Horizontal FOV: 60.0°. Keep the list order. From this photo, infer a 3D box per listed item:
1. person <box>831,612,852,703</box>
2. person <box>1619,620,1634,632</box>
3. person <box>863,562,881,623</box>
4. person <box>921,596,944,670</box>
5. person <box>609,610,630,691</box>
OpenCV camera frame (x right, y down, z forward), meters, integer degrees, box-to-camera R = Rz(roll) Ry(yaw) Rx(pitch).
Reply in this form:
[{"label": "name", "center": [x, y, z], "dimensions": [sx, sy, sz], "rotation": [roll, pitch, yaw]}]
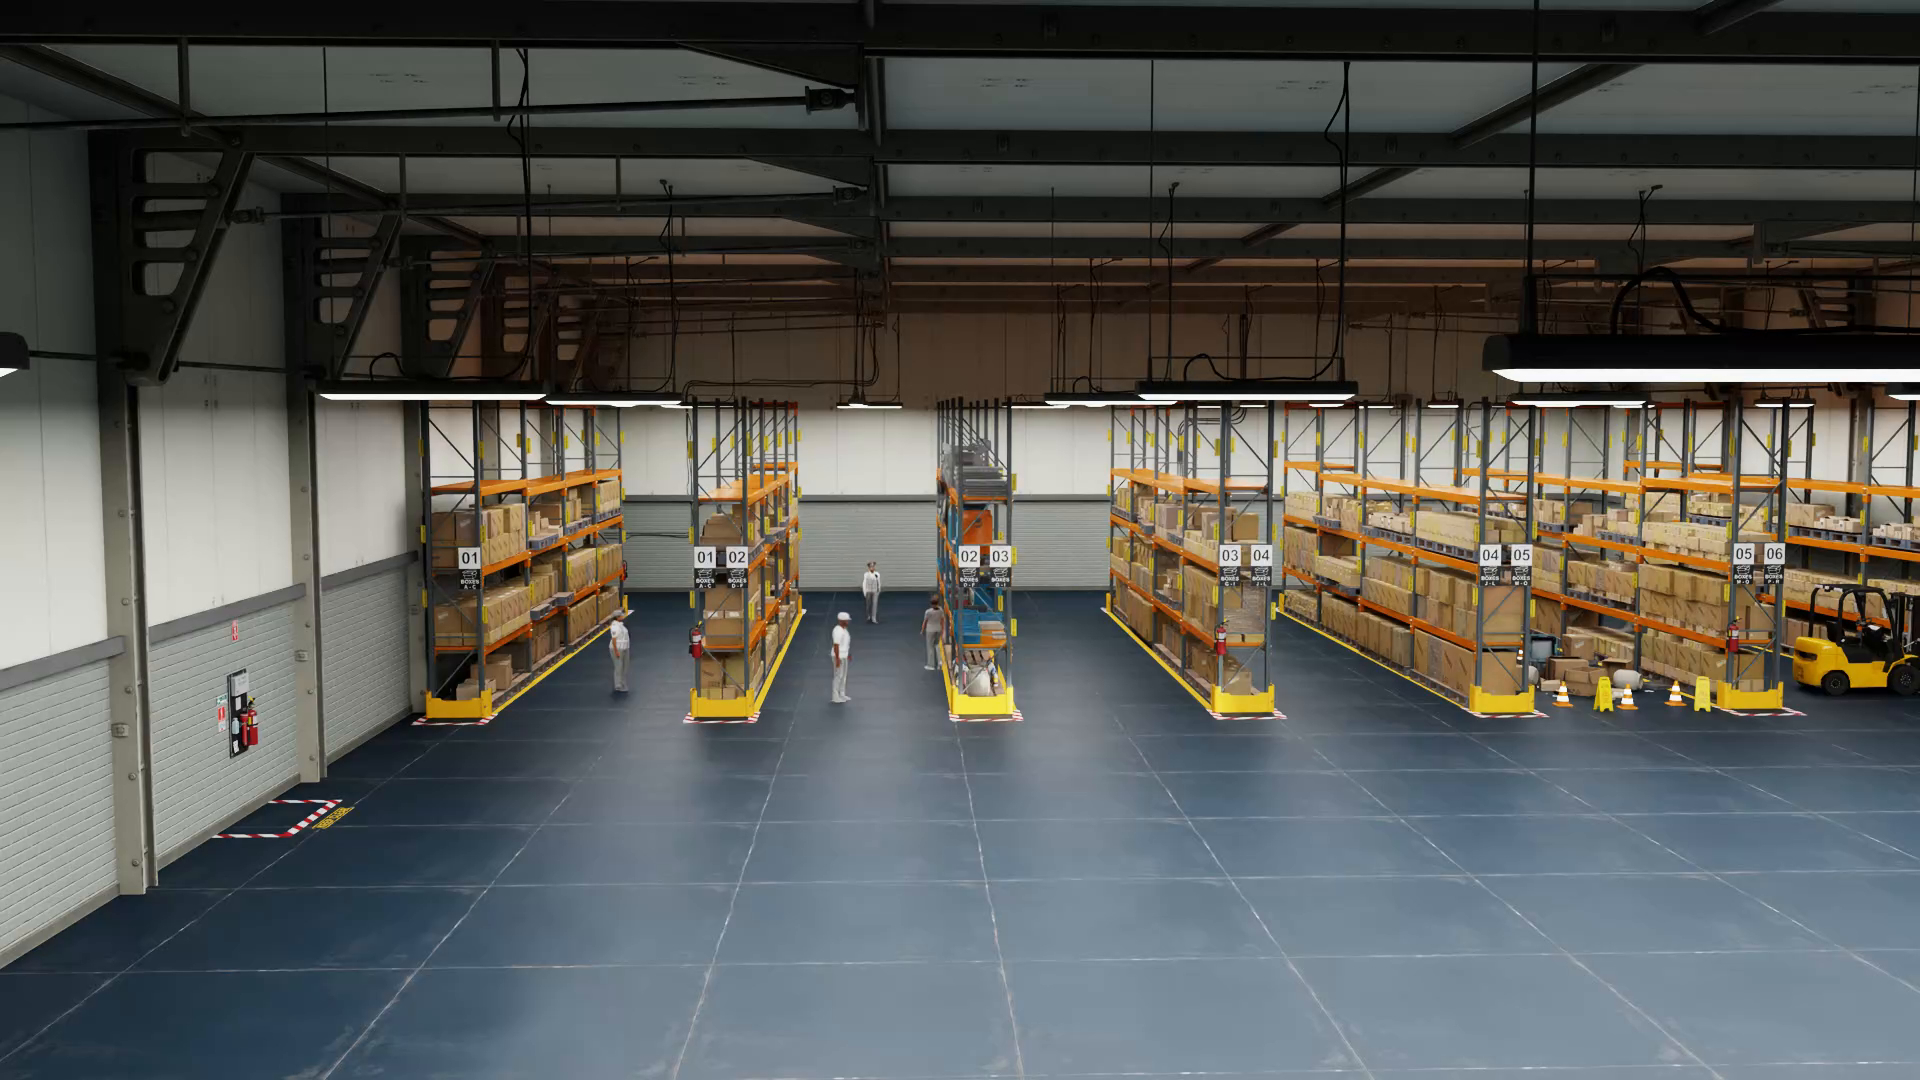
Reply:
[{"label": "person", "center": [-2.335, 2.304, 32.789], "dimensions": [0.418, 1.778, 0.597], "rotation": [1, 4, 10]}, {"label": "person", "center": [17.365, 1.502, 43.292], "dimensions": [0.412, 1.780, 0.563], "rotation": [2, 5, 23]}, {"label": "person", "center": [-2.391, 1.409, 45.140], "dimensions": [0.503, 1.643, 0.960], "rotation": [0, 4, -3]}, {"label": "person", "center": [-0.591, 2.047, 36.521], "dimensions": [0.488, 1.676, 0.538], "rotation": [-3, 5, -34]}, {"label": "person", "center": [-6.979, 2.280, 34.208], "dimensions": [0.415, 1.698, 0.576], "rotation": [1, 5, 17]}]
